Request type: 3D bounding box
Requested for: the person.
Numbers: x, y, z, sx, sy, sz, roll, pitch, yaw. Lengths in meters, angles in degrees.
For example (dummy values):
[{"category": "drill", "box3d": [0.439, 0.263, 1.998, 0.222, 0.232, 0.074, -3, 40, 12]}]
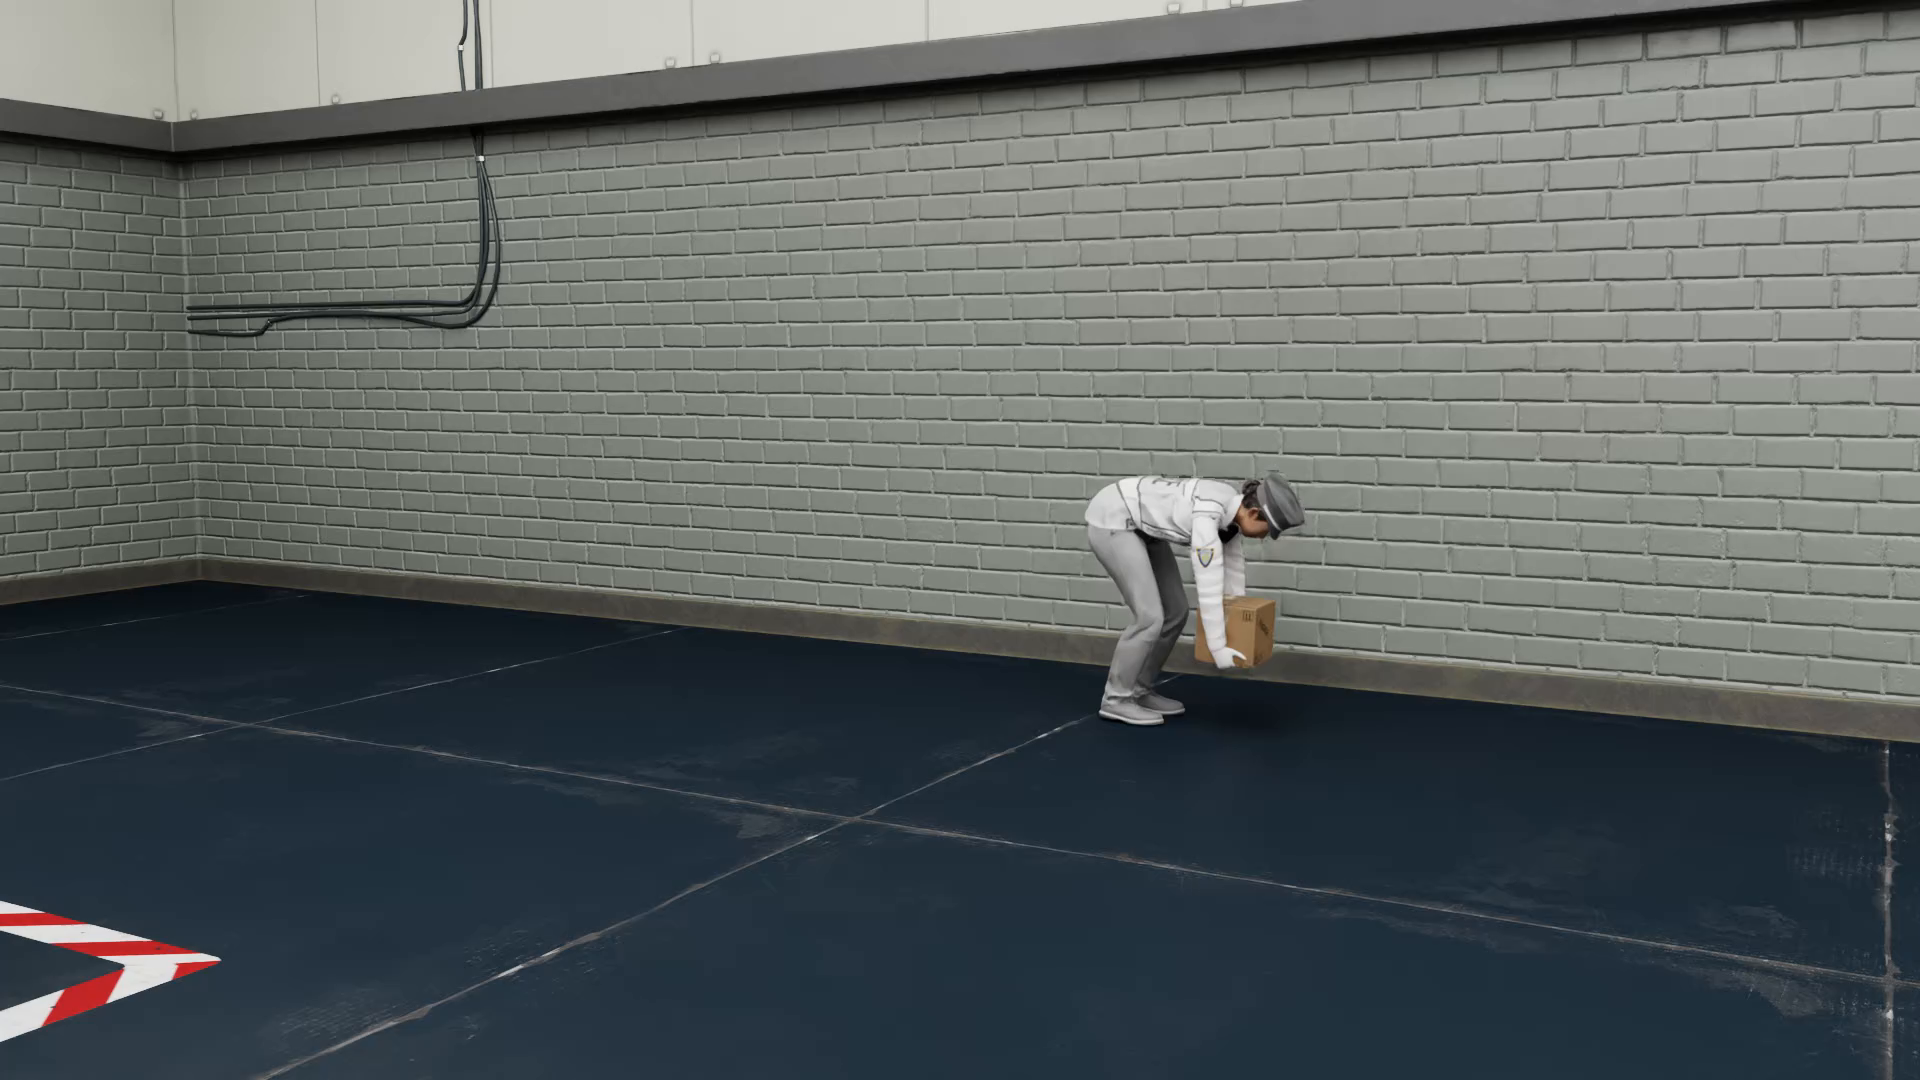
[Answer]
[{"category": "person", "box3d": [0.973, 0.241, 6.949, 0.926, 1.067, 0.417, 3, 7, 26]}]
